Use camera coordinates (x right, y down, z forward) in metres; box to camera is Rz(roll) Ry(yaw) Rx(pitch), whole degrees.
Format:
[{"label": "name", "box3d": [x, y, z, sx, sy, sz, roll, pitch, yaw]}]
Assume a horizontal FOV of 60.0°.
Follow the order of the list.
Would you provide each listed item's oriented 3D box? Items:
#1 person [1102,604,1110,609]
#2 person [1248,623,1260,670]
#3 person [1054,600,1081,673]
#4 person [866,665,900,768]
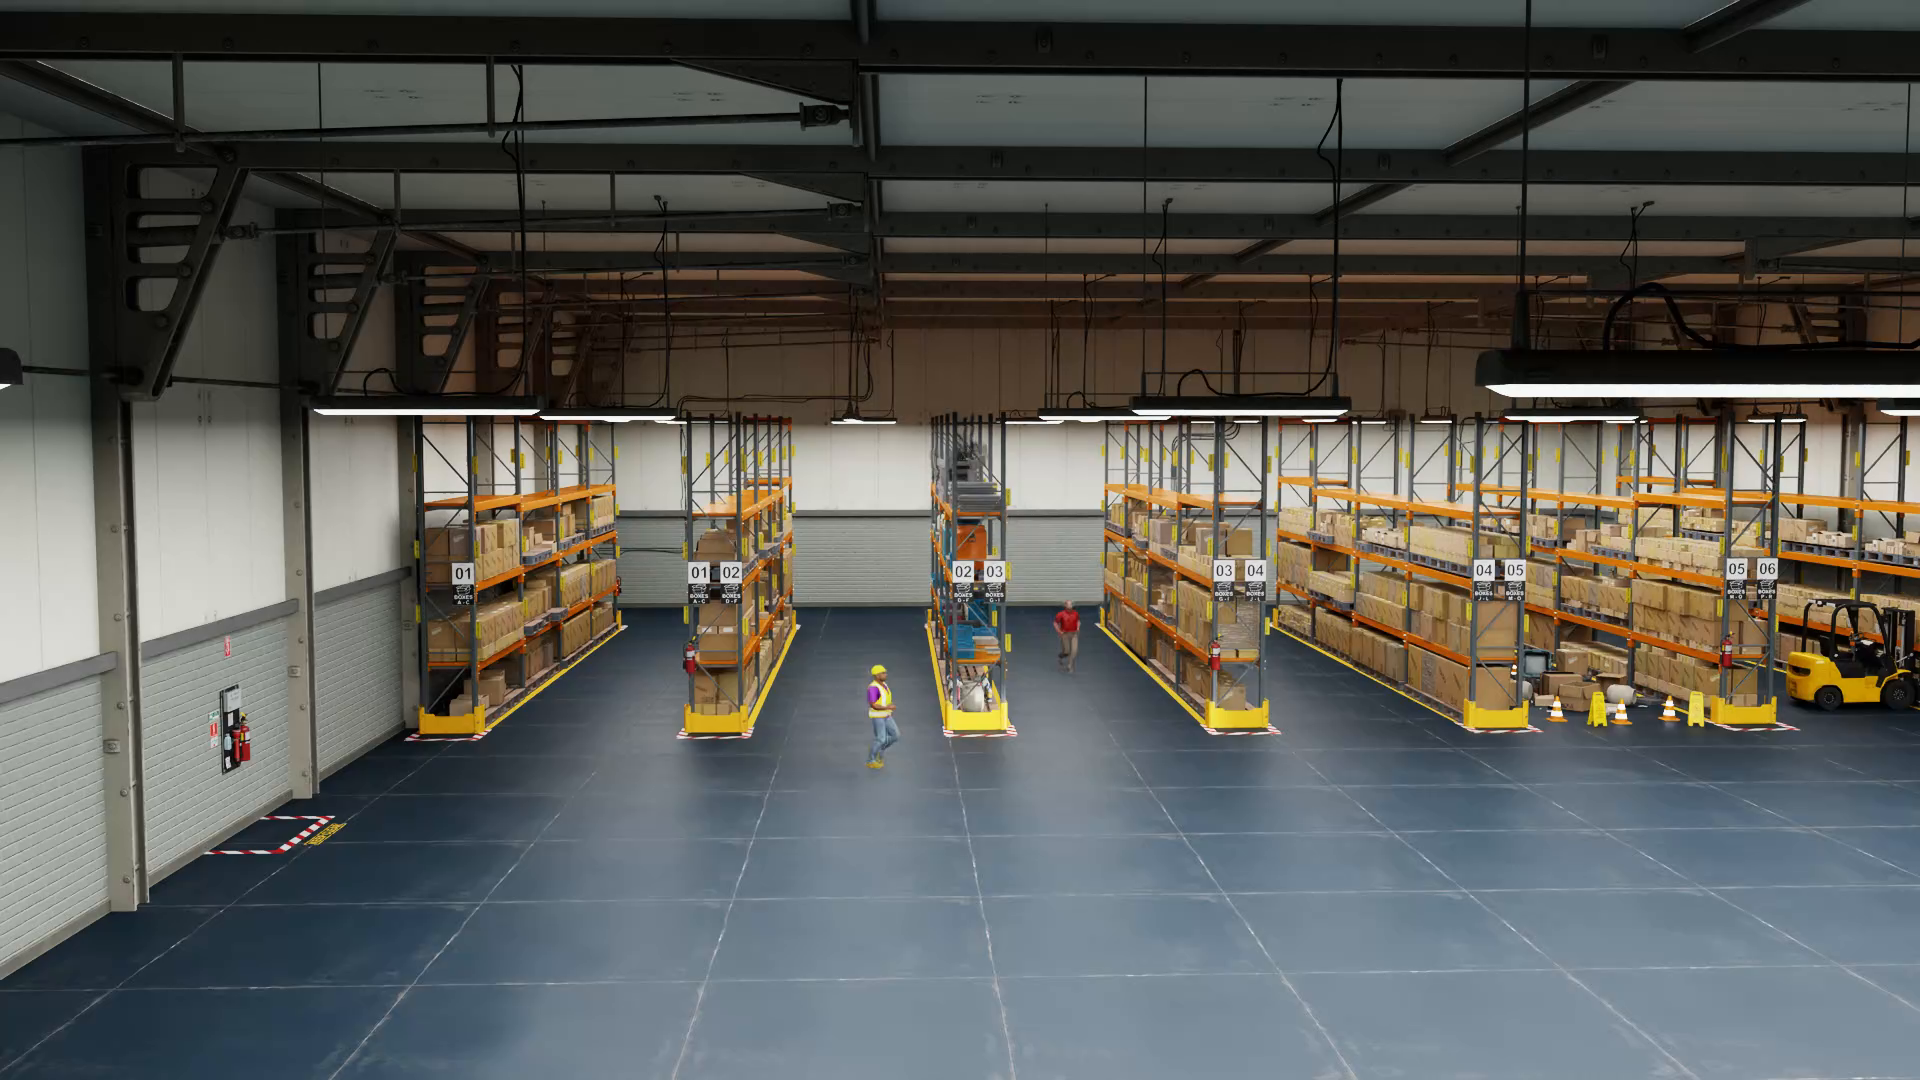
[{"label": "person", "box3d": [4.679, 1.609, 49.194, 0.983, 1.584, 0.518, 2, 4, 30]}, {"label": "person", "box3d": [6.862, 2.190, 39.595, 0.624, 1.707, 0.913, 0, 4, -2]}, {"label": "person", "box3d": [2.531, 2.245, 38.906, 0.669, 1.690, 0.644, -1, 4, -17]}, {"label": "person", "box3d": [-1.290, 2.951, 27.839, 0.623, 1.725, 0.685, 2, 4, 22]}]
